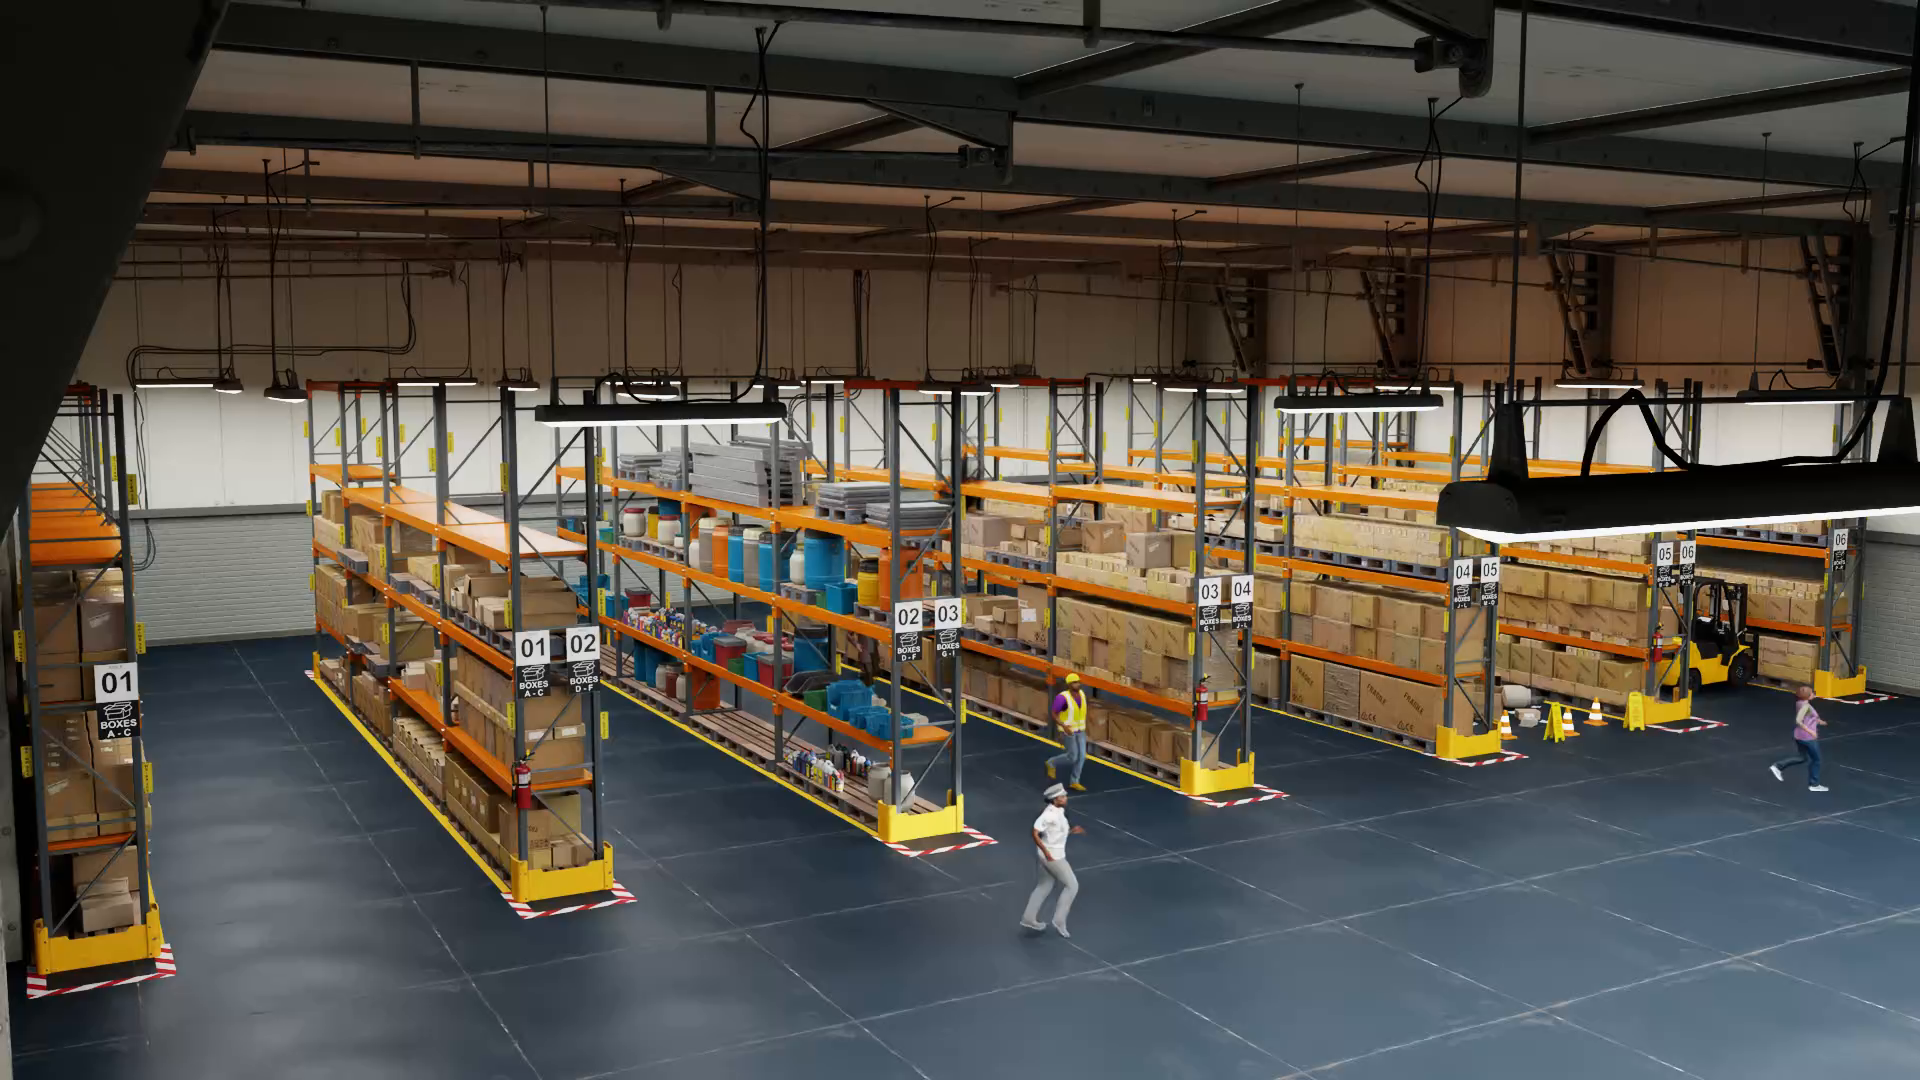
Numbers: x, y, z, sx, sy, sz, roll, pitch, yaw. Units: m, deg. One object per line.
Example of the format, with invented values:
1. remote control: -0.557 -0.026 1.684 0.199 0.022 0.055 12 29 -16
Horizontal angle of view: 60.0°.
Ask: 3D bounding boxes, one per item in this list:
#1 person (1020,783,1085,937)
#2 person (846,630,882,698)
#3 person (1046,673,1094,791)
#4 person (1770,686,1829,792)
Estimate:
1. person: 1.038 3.549 18.474 0.717 1.754 0.545 0 6 -2
2. person: -1.789 2.112 31.566 0.715 1.735 0.826 -4 7 -33
3. person: 1.655 2.839 24.851 0.700 1.743 0.684 -5 8 -38
4. person: 12.471 2.932 24.624 0.794 1.567 0.548 1 6 13
